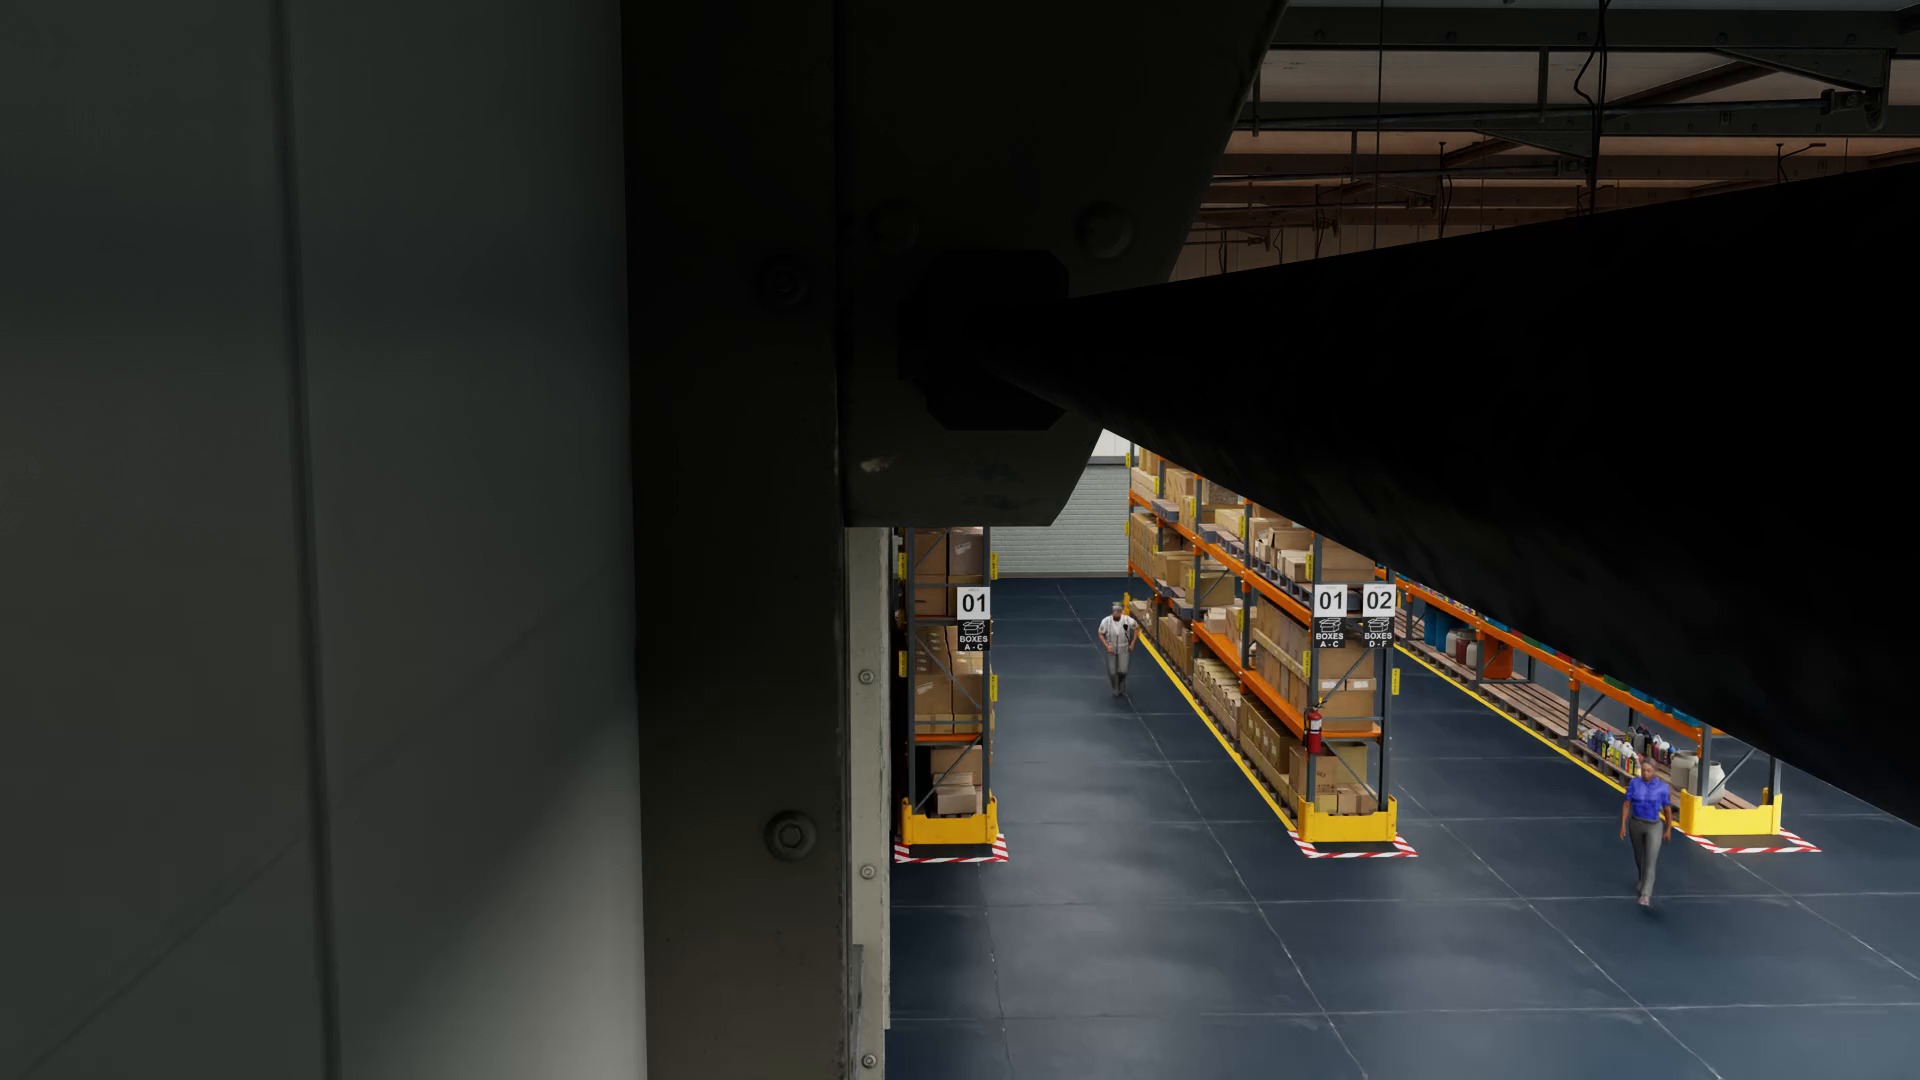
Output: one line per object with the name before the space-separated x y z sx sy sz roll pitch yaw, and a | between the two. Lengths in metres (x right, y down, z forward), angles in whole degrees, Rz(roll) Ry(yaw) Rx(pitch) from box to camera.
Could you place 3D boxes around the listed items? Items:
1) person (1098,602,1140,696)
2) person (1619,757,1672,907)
person | 2.718 1.859 28.451 0.704 1.693 0.730 1 7 7
person | 7.532 3.241 18.334 0.471 1.478 1.045 6 9 39
